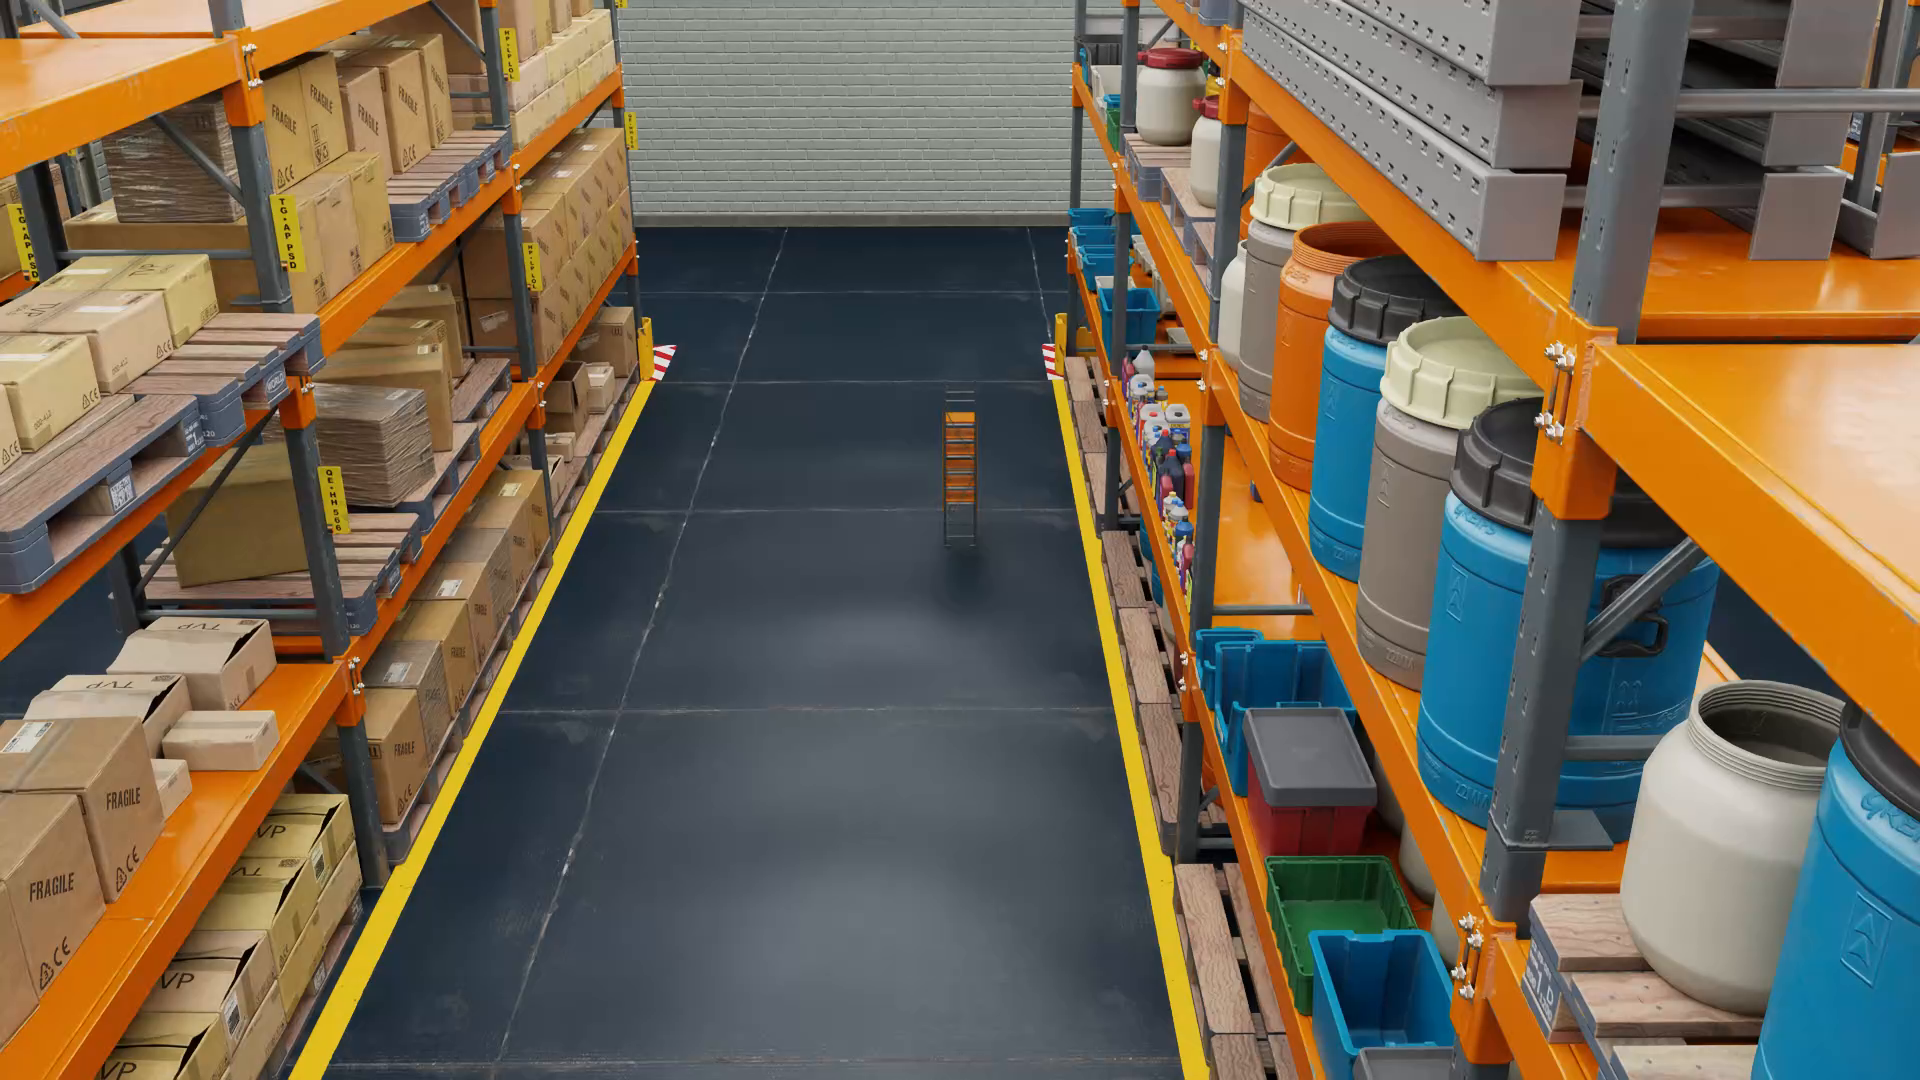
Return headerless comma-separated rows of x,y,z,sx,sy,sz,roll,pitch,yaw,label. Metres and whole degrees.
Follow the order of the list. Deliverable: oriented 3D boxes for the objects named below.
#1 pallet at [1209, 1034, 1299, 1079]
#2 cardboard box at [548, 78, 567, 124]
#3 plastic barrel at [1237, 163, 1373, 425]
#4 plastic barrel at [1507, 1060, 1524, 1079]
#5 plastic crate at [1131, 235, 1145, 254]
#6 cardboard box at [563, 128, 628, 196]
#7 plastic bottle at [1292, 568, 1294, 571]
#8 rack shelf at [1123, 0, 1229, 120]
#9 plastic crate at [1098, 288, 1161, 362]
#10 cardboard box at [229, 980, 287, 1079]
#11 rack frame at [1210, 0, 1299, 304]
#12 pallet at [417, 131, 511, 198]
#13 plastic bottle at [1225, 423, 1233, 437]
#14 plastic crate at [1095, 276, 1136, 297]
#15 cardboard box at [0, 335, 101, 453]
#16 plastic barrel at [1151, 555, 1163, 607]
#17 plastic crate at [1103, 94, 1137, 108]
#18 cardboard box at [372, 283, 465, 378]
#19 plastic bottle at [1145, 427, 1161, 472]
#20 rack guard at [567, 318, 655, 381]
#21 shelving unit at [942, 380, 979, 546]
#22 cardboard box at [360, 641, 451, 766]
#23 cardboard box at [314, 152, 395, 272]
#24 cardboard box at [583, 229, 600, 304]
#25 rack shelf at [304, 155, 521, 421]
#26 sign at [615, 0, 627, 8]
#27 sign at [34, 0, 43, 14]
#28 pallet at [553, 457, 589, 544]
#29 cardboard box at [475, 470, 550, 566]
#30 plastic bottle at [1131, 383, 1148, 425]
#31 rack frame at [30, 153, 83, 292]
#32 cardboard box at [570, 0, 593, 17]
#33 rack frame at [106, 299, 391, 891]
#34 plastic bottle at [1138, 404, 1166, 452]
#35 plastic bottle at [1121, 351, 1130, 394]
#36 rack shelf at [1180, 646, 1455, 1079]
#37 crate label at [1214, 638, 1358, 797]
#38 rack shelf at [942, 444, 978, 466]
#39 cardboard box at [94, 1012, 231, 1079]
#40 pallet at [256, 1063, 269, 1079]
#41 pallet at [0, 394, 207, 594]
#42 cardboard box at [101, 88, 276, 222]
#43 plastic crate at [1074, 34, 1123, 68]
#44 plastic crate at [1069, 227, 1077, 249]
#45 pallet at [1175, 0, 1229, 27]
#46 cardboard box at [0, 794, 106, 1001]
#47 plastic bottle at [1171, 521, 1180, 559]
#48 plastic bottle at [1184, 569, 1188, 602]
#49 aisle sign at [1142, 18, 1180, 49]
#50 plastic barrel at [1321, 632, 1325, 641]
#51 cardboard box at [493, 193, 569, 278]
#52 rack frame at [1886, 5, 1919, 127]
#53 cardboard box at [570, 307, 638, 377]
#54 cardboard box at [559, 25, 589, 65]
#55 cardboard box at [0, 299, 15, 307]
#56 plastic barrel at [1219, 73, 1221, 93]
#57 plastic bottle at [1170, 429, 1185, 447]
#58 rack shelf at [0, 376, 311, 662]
1.563,2.425,6.516,1.003,0.211,1.213,0,24,-1,pallet
-3.177,-3.206,12.125,0.500,0.250,0.500,0,24,-1,cardboard box
1.375,-0.923,6.285,0.600,0.901,0.600,0,24,0,plastic barrel
1.835,1.524,4.958,0.433,0.535,0.433,0,24,0,plastic barrel
1.685,-2.535,14.346,0.396,0.136,0.243,0,24,-1,plastic crate
-3.178,-3.262,14.370,0.500,0.500,0.500,0,24,-1,cardboard box
1.772,0.061,8.599,0.097,0.201,0.097,0,24,0,plastic bottle
1.561,-2.714,8.573,1.077,0.370,4.000,0,24,-1,rack shelf
1.193,-1.526,11.814,0.392,0.384,0.575,0,24,-1,plastic crate
-3.109,2.051,6.786,0.500,0.250,0.500,0,24,1,cardboard box
1.583,-2.400,6.521,1.000,3.000,0.127,0,24,-1,rack frame
-3.477,-2.306,10.181,1.213,0.211,1.003,0,24,-1,pallet
1.734,-0.839,10.407,0.144,0.351,0.185,0,24,-1,plastic bottle
1.219,-1.939,13.027,0.293,0.136,0.466,0,24,-1,plastic crate
-3.291,-0.497,5.626,0.500,0.250,0.500,-1,24,-2,cardboard box
1.536,-0.034,10.606,0.600,0.901,0.708,0,24,-1,plastic barrel
1.210,-2.979,11.644,0.416,0.233,0.300,0,24,-1,plastic crate
-3.633,-1.335,10.814,0.700,0.500,0.500,-9,26,-18,cardboard box
1.150,-0.539,9.841,0.097,0.271,0.097,0,24,0,plastic bottle
-3.457,-1.772,15.446,1.175,0.500,0.348,0,24,-1,rack guard
0.000,-0.541,11.873,0.258,1.200,0.189,0,24,-1,shelving unit
-3.101,0.888,9.030,0.500,0.500,0.500,-1,24,-2,cardboard box
-3.420,-1.662,8.408,0.910,0.500,0.500,0,24,-1,cardboard box
-3.166,-2.178,13.187,0.500,0.500,0.500,-1,24,-1,cardboard box
-3.392,-1.509,9.063,1.077,0.370,4.000,0,24,-1,rack shelf
-2.903,-4.707,14.186,0.100,0.325,0.005,0,24,-1,sign
-7.868,-4.650,14.155,0.100,0.325,0.005,0,24,-1,sign
-3.421,-0.307,12.556,1.003,0.211,1.213,0,24,-1,pallet
-3.122,-0.154,11.333,0.500,0.500,0.500,0,24,-1,cardboard box
1.141,-0.865,10.563,0.097,0.271,0.097,0,24,0,plastic bottle
-8.411,-2.919,14.947,1.000,3.000,0.127,0,24,-1,rack frame
-3.436,-4.599,13.687,0.700,0.500,0.500,0,24,-1,cardboard box
-3.370,0.354,7.711,1.000,3.000,0.127,0,24,-1,rack frame
1.173,-0.685,10.158,0.152,0.276,0.135,0,24,-1,plastic bottle
1.116,-1.109,11.087,0.061,0.283,0.133,0,24,-1,plastic bottle
1.604,1.485,6.083,1.077,0.370,4.000,0,24,-1,rack shelf
1.323,0.728,6.842,0.502,0.435,0.616,0,24,-1,crate label
0.000,-0.610,11.842,0.258,0.103,0.180,0,24,-1,rack shelf
-3.100,2.003,6.211,0.500,0.311,0.500,0,24,1,cardboard box
-3.390,2.465,6.426,1.003,0.211,1.213,0,24,-1,pallet
-3.258,-0.187,5.495,1.003,0.211,1.213,1,24,2,pallet
-3.369,-1.694,7.264,0.500,0.500,0.500,0,24,-1,cardboard box
1.221,-4.111,14.101,0.497,0.269,0.590,0,24,-1,plastic crate
1.090,-2.635,14.566,0.250,0.136,0.298,0,24,-1,plastic crate
1.606,-2.429,7.299,1.213,0.211,1.003,0,24,-1,pallet
-3.330,1.217,5.682,0.500,0.500,0.500,0,24,0,cardboard box
1.163,-0.004,8.744,0.097,0.201,0.097,0,24,0,plastic bottle
1.169,0.211,8.267,0.097,0.201,0.097,0,24,0,plastic bottle
1.788,-4.179,14.578,0.394,0.787,0.004,0,24,-1,aisle sign
1.891,0.461,7.309,0.600,0.536,0.708,0,24,-1,plastic barrel
-3.144,-2.204,12.031,0.500,0.500,0.500,-1,24,-2,cardboard box
6.492,-4.071,10.214,1.000,3.000,0.127,0,24,-1,rack frame
-3.205,-1.781,14.931,0.500,0.500,0.500,0,24,-1,cardboard box
-3.190,-3.846,12.933,0.500,0.250,0.500,0,24,-1,cardboard box
-8.505,-2.029,14.717,0.380,0.149,0.250,0,24,0,cardboard box
1.711,-2.399,9.040,0.600,0.901,0.708,0,24,-1,plastic barrel
1.300,-0.563,9.980,0.097,0.201,0.097,0,24,0,plastic bottle
-3.349,0.139,5.419,1.077,0.370,4.000,0,24,-1,rack shelf
